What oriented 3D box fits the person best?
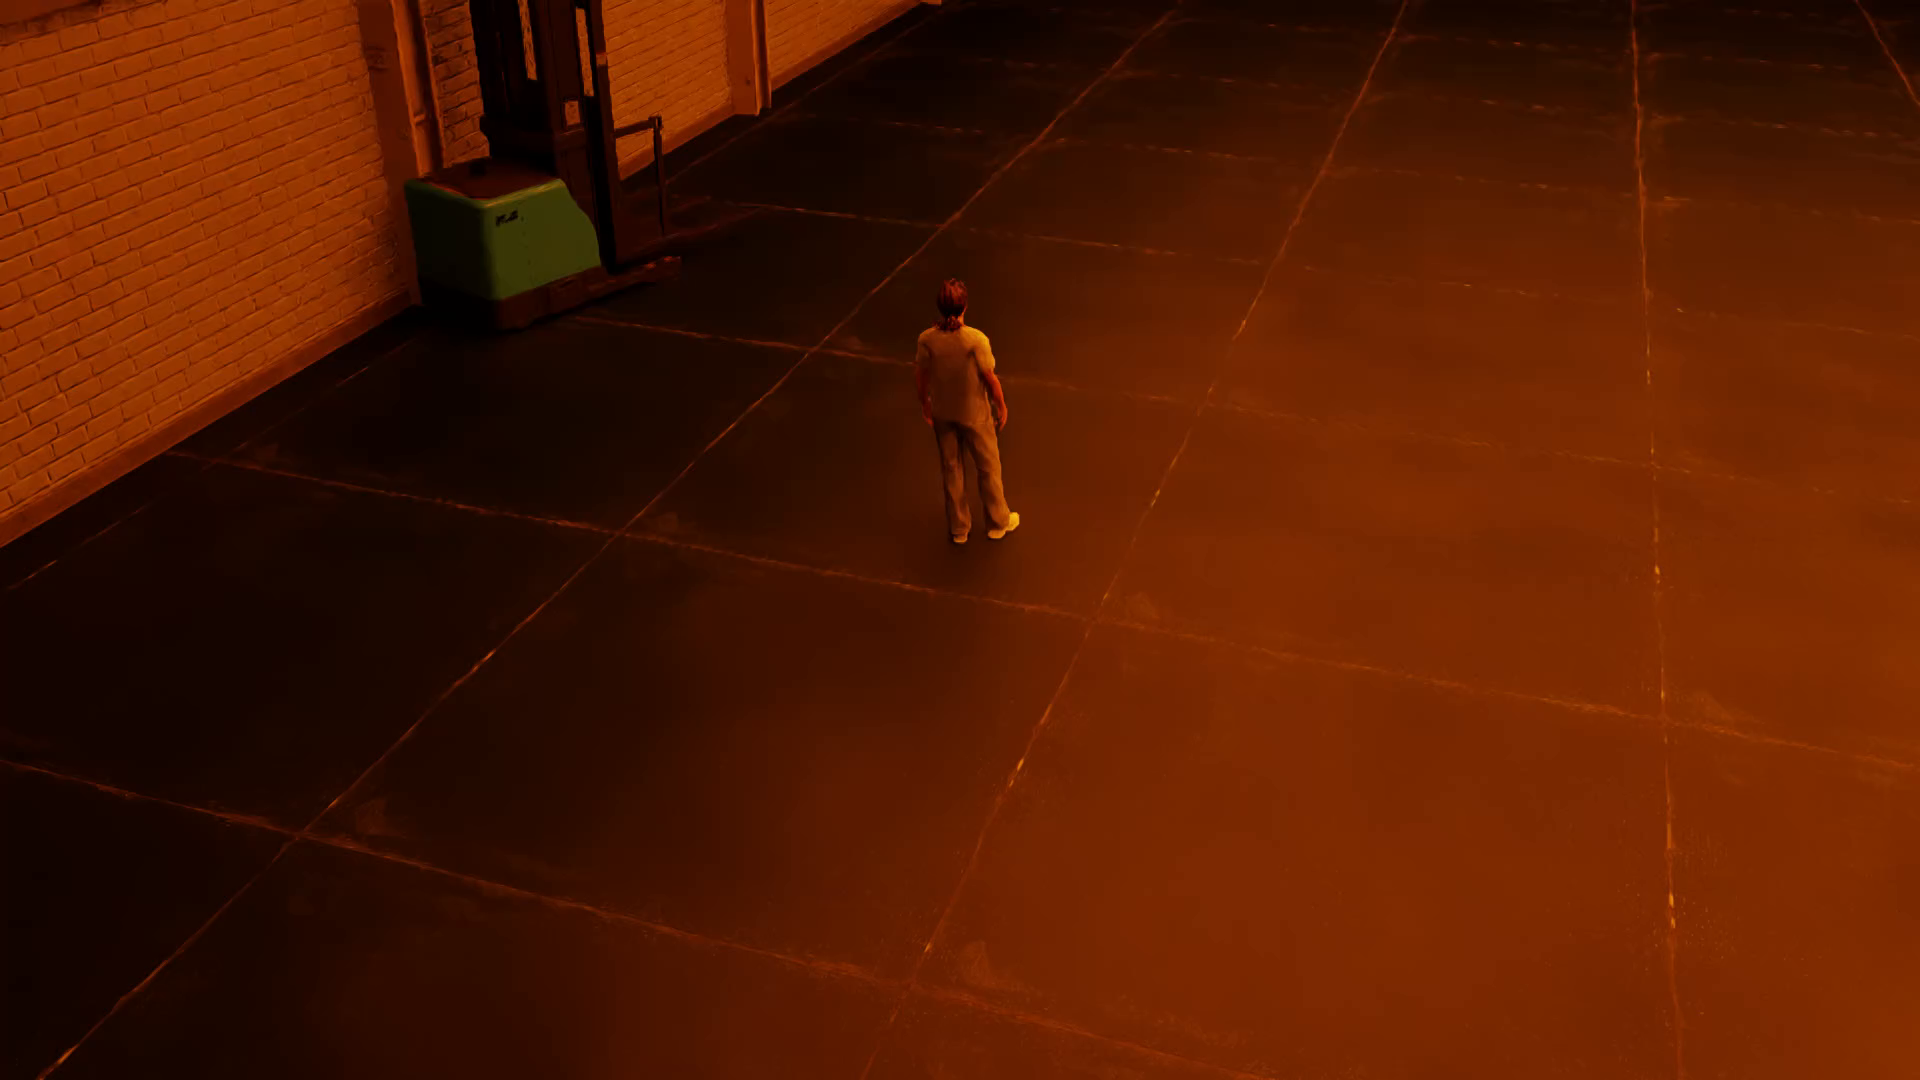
[{"bbox_3d":[0.036,-0.767,9.735,0.550,1.674,0.548,10,31,16],"label":"person"}]

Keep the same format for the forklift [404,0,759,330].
[{"bbox_3d":[-2.995,-3.550,13.363,1.130,2.935,3.031,22,36,33],"label":"forklift"}]
